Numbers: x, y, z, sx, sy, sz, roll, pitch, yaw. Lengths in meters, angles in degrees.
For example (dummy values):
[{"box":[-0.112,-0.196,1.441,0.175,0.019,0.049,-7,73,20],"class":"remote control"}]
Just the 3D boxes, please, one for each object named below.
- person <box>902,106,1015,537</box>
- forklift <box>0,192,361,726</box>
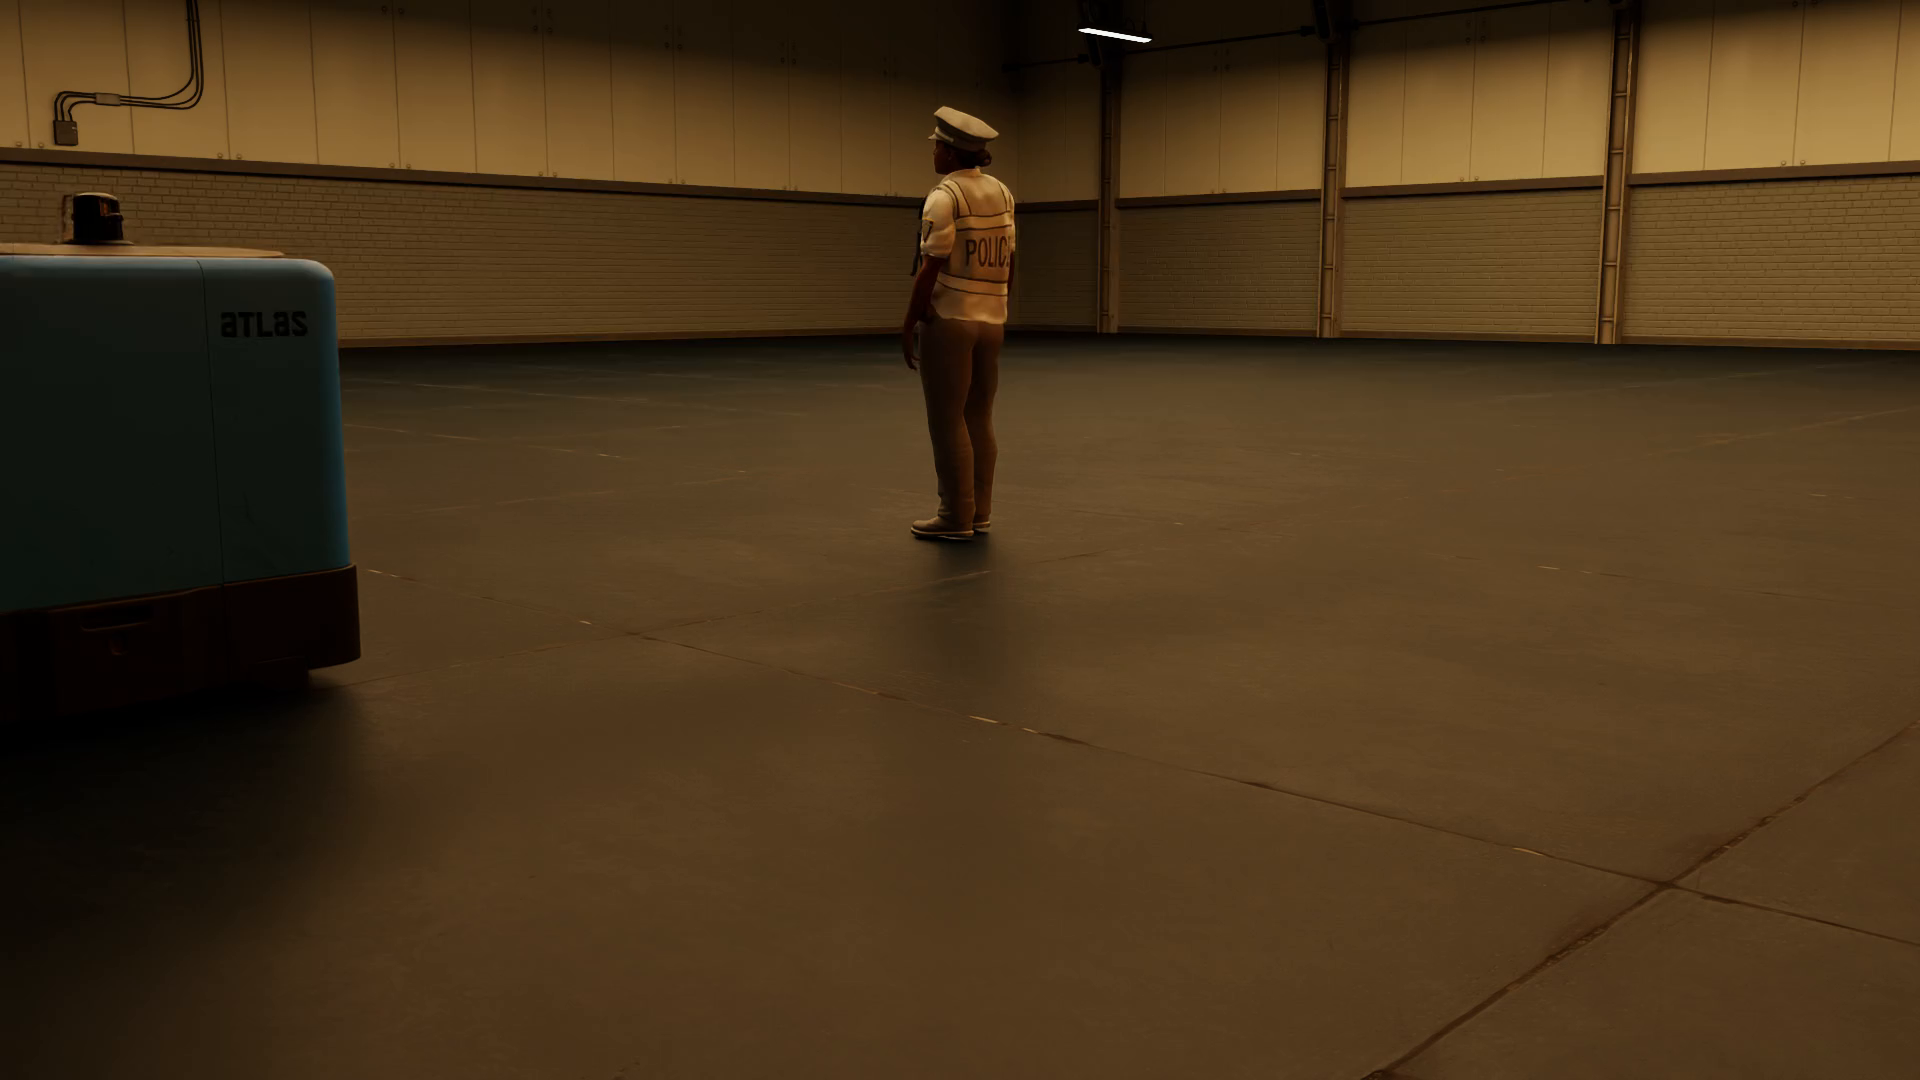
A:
[{"box":[-0.040,-0.854,6.656,0.528,1.693,0.569,8,12,43],"class":"person"},{"box":[-2.889,-0.962,3.262,1.130,2.935,3.031,8,11,42],"class":"forklift"}]
